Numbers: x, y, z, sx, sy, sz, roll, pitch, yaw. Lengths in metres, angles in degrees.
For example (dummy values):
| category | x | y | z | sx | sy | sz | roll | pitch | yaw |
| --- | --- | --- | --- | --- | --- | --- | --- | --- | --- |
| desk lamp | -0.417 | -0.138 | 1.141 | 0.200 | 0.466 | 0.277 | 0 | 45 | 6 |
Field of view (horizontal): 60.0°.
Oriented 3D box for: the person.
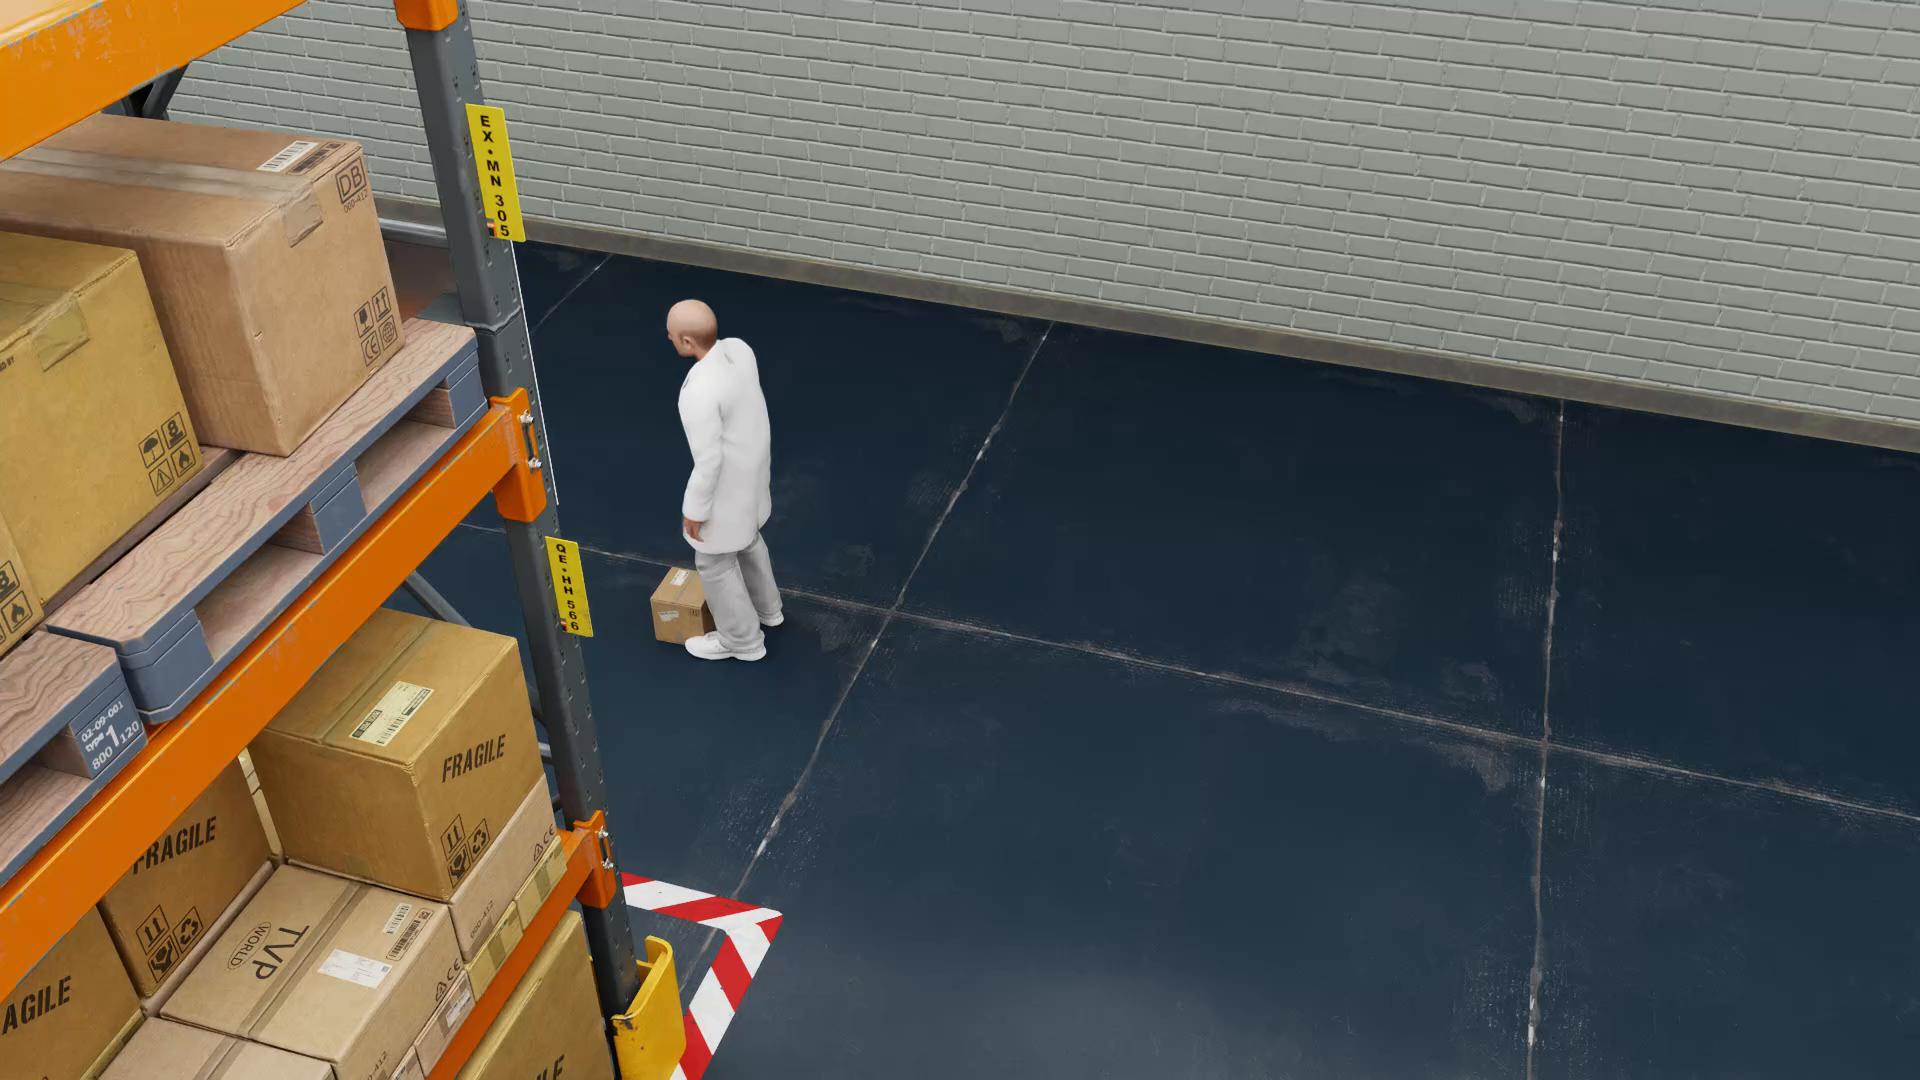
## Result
| category | x | y | z | sx | sy | sz | roll | pitch | yaw |
| --- | --- | --- | --- | --- | --- | --- | --- | --- | --- |
| person | -1.029 | -0.252 | 7.246 | 0.416 | 1.774 | 0.652 | 10 | 38 | 13 |
